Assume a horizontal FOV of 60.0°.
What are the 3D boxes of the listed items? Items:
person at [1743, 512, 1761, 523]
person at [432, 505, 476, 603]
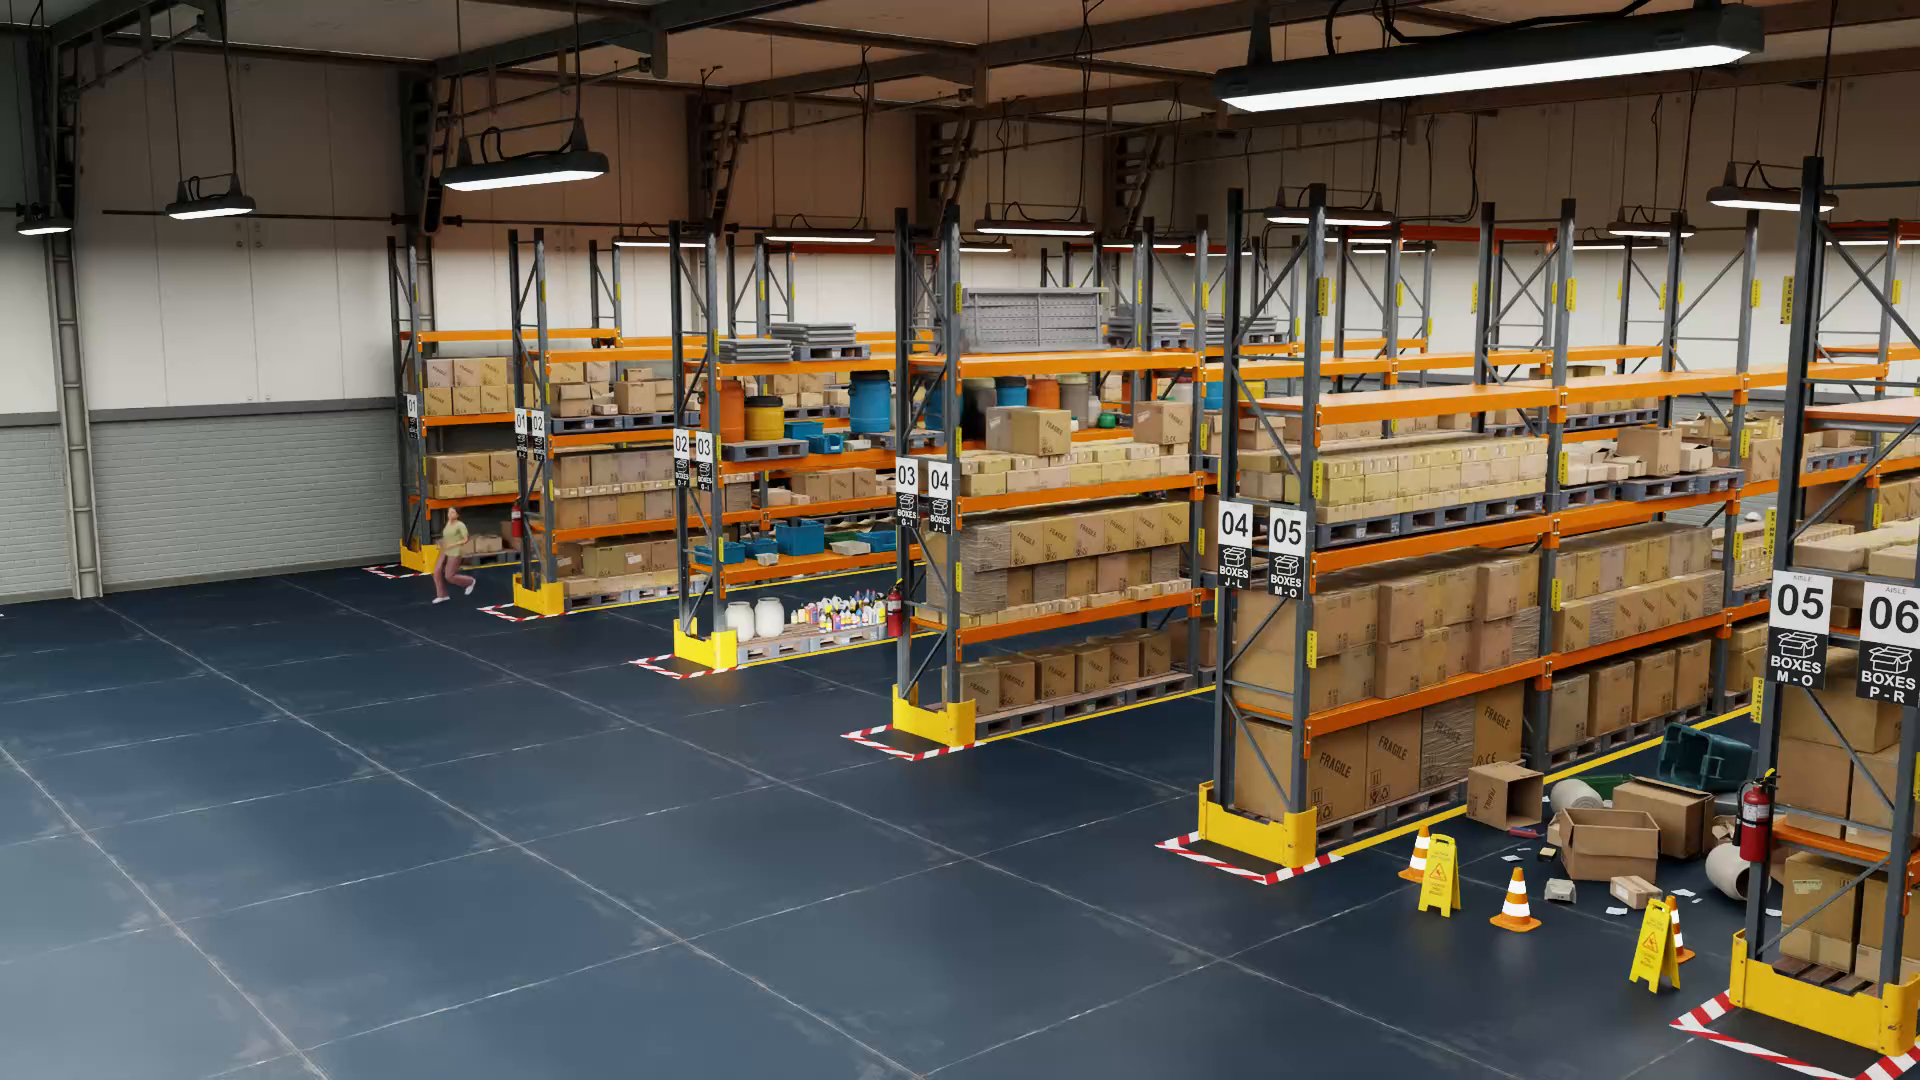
[{"bbox_3d":[12.015,0.434,25.184,0.789,1.713,0.728,-6,10,-33],"label":"person"},{"bbox_3d":[-8.247,0.226,27.184,0.602,1.614,0.679,7,11,39],"label":"person"}]
